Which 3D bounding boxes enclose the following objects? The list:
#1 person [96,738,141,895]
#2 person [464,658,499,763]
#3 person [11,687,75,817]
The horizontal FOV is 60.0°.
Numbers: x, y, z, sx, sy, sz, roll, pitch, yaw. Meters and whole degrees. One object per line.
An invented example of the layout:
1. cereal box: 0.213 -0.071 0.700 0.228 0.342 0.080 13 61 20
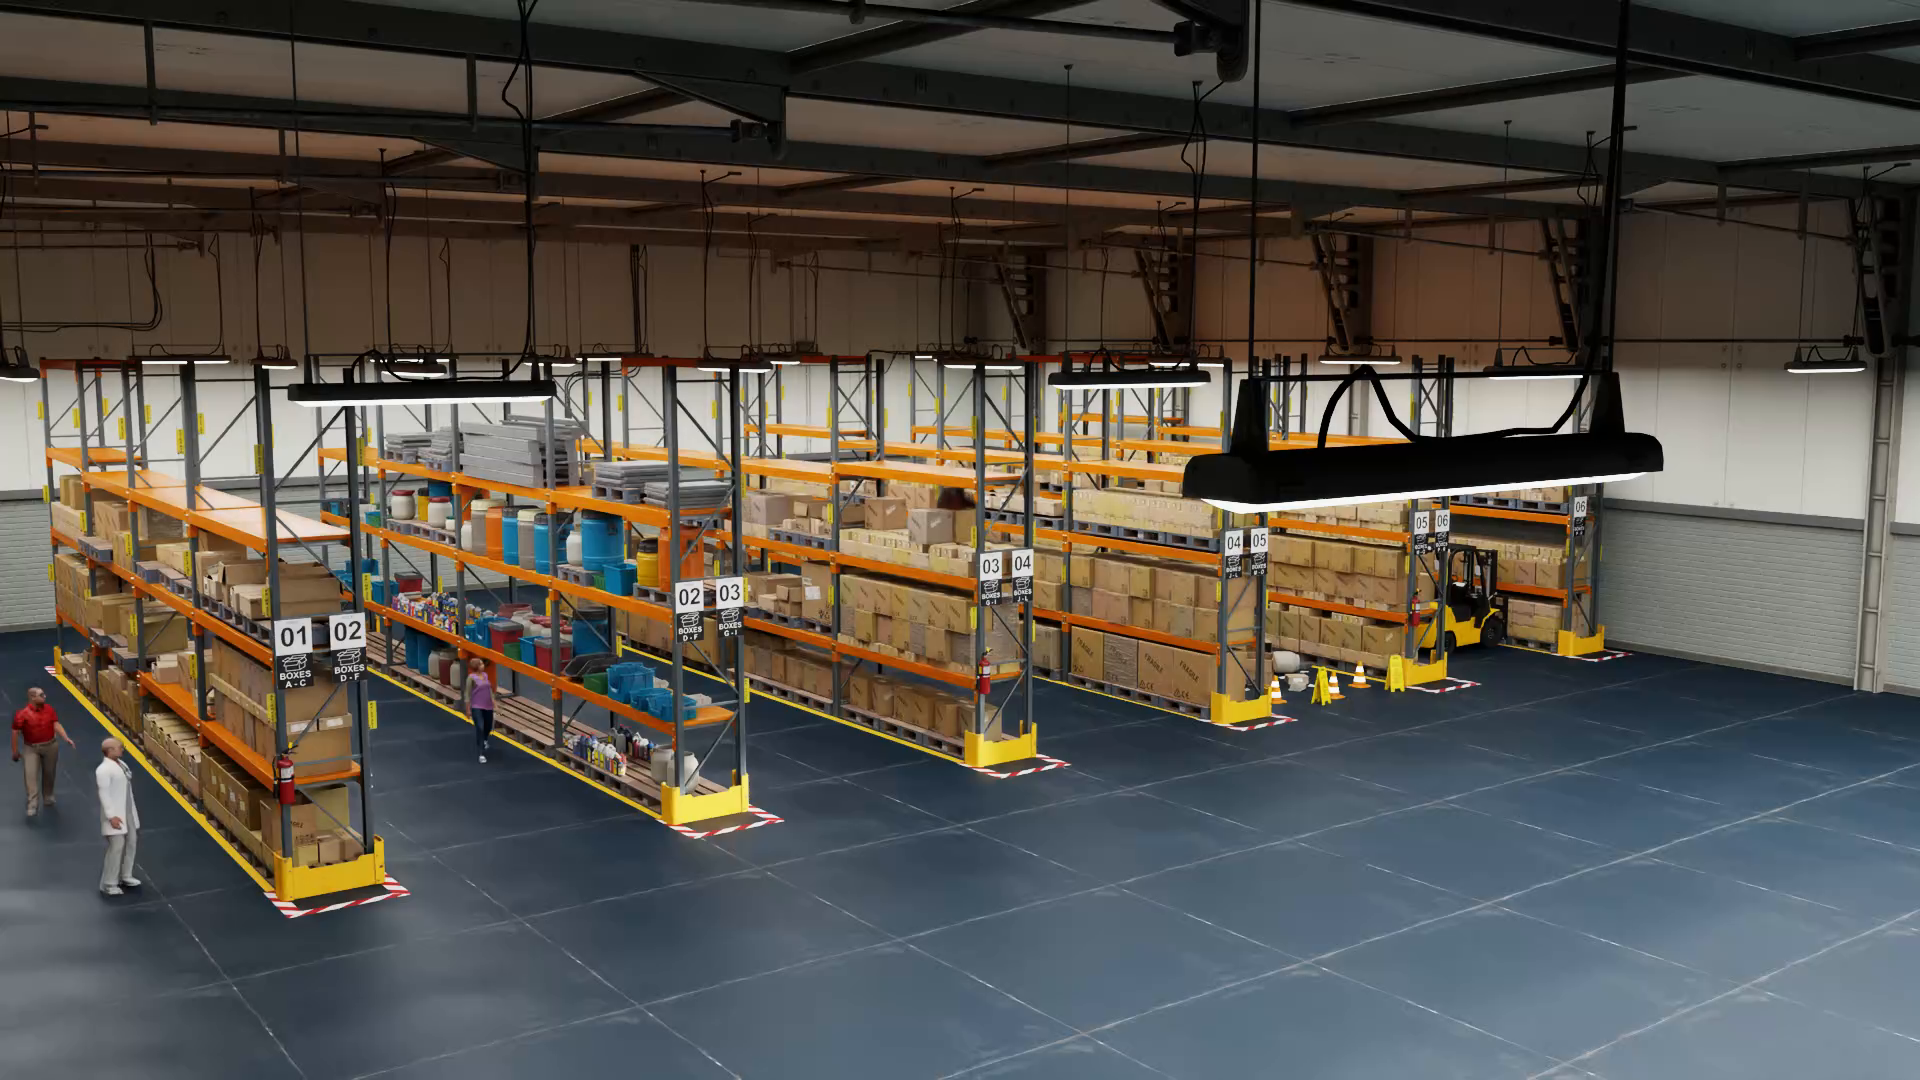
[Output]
1. person: -9.742 3.189 19.257 0.421 1.842 0.616 1 7 10
2. person: -7.270 2.533 25.211 0.499 1.545 0.892 -4 8 -29
3. person: -12.317 2.811 22.342 0.743 1.649 1.039 -4 8 -30
